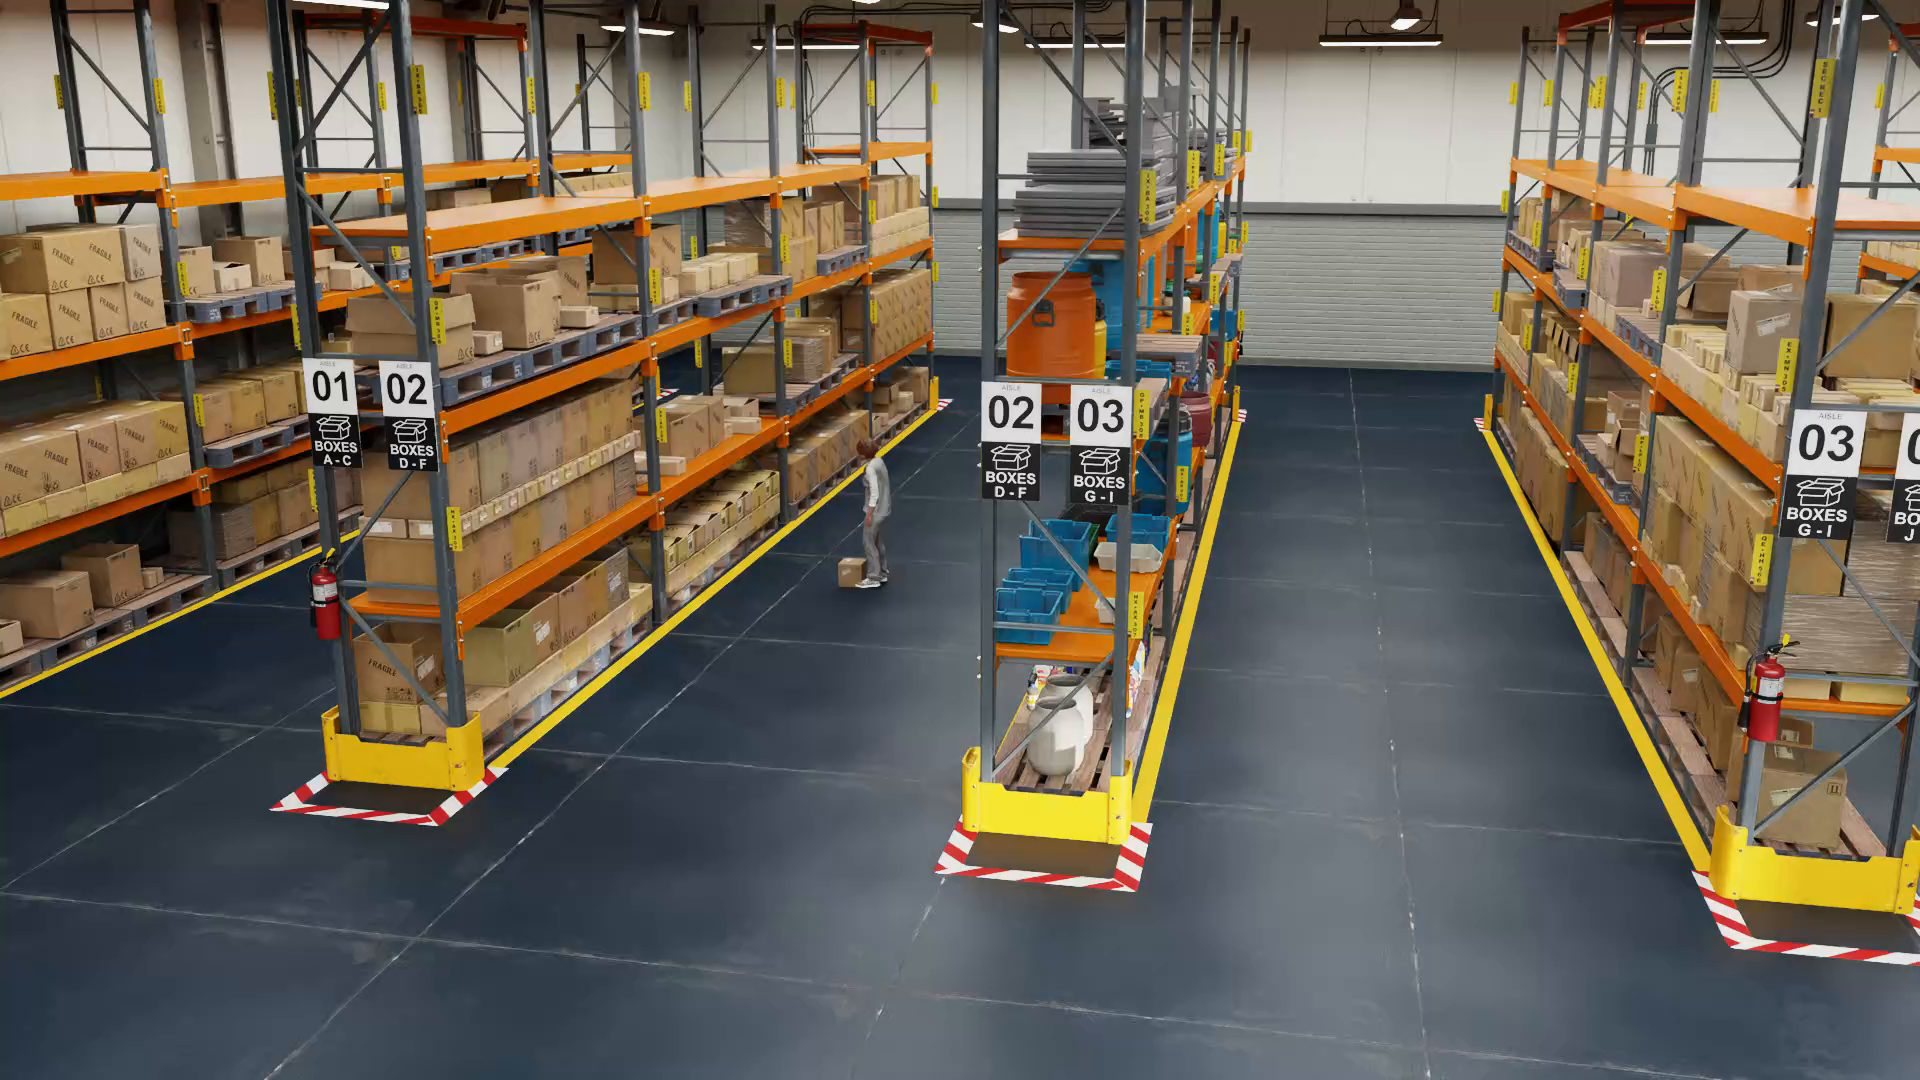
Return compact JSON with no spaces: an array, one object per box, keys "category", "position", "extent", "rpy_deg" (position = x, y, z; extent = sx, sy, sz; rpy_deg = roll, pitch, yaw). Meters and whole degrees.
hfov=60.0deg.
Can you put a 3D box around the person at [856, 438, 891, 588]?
[{"category":"person","position":[-0.912,-0.292,17.420],"extent":[0.377,1.592,0.477],"rpy_deg":[2,15,8]}]
